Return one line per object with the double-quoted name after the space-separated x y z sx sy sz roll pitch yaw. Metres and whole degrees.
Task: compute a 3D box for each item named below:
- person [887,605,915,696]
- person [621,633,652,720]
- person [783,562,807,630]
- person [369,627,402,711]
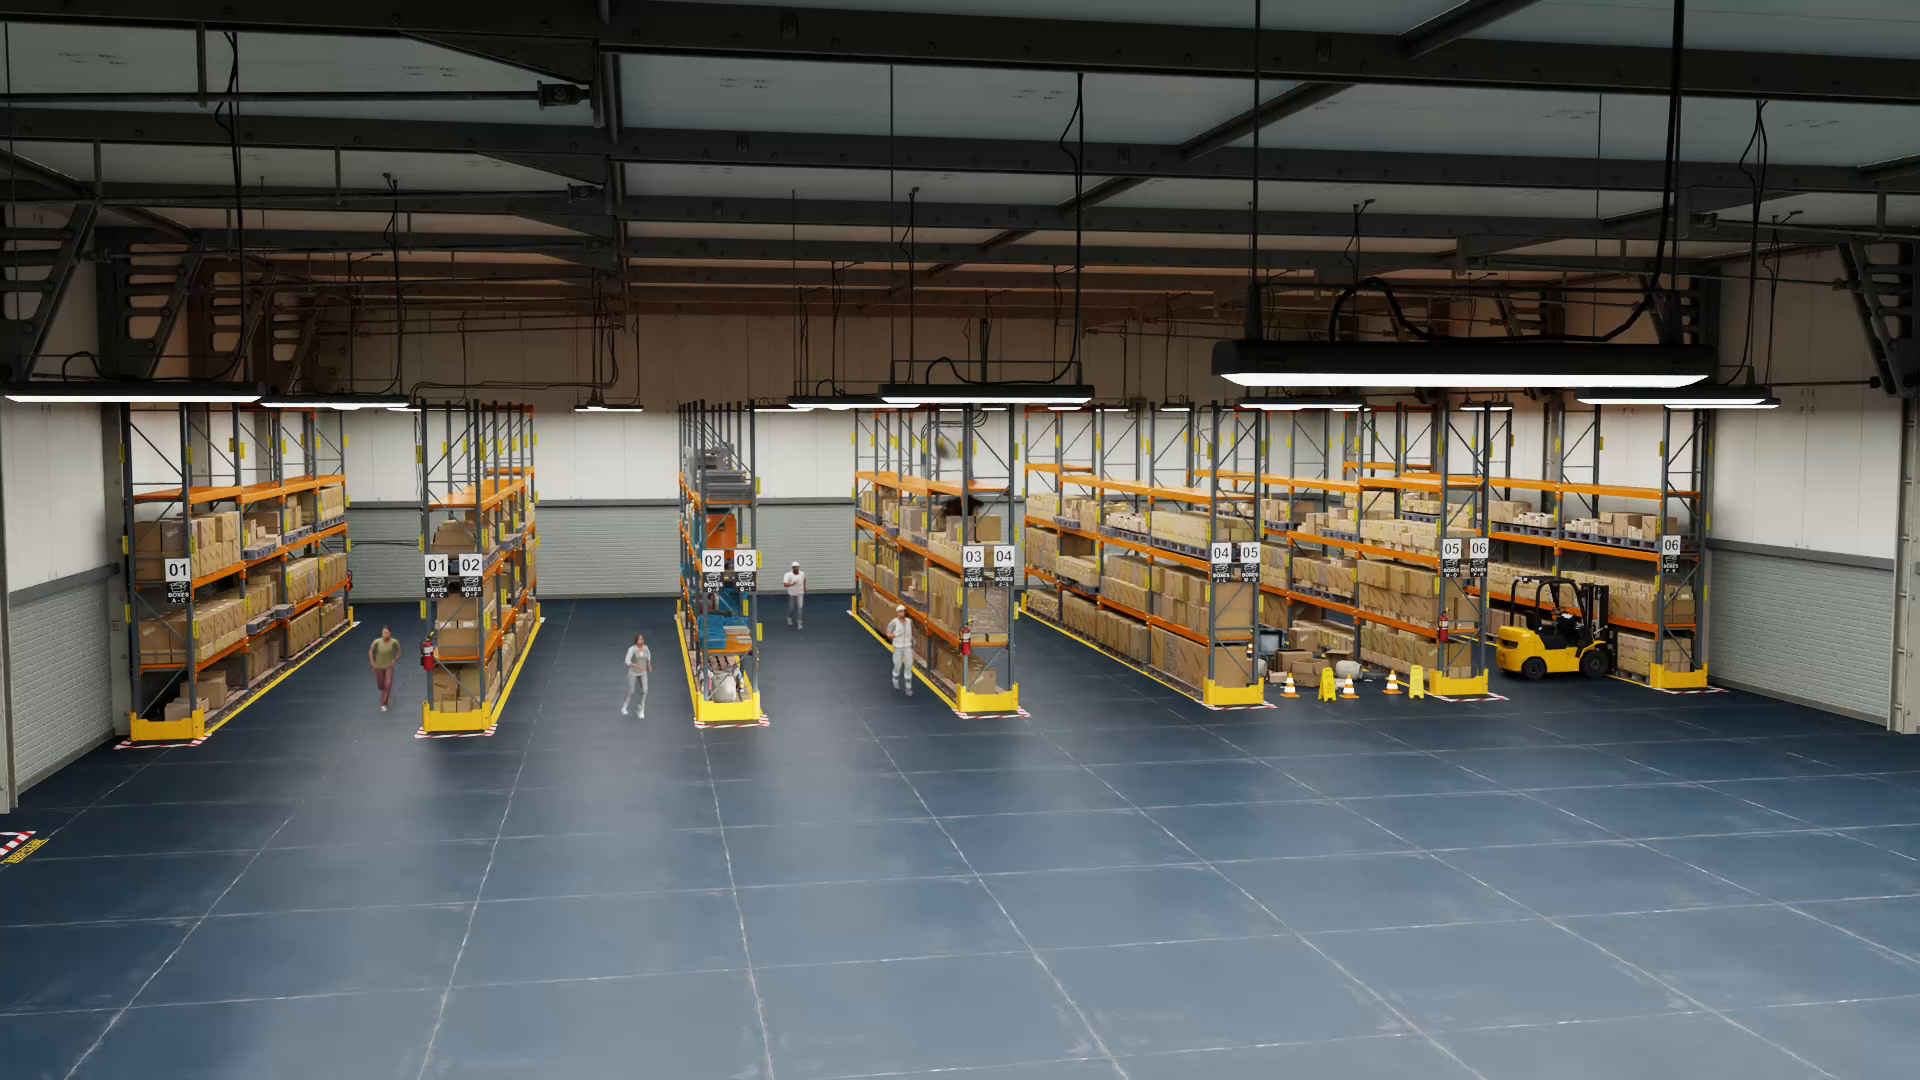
-1.198 2.238 34.106 0.642 1.829 0.850 -1 5 -17 "person"
-6.071 2.574 31.399 0.581 1.652 0.704 -3 5 -33 "person"
-4.408 1.458 44.458 0.688 1.781 0.950 -2 5 -21 "person"
-11.208 2.488 32.467 0.600 1.638 0.757 -1 4 -15 "person"
